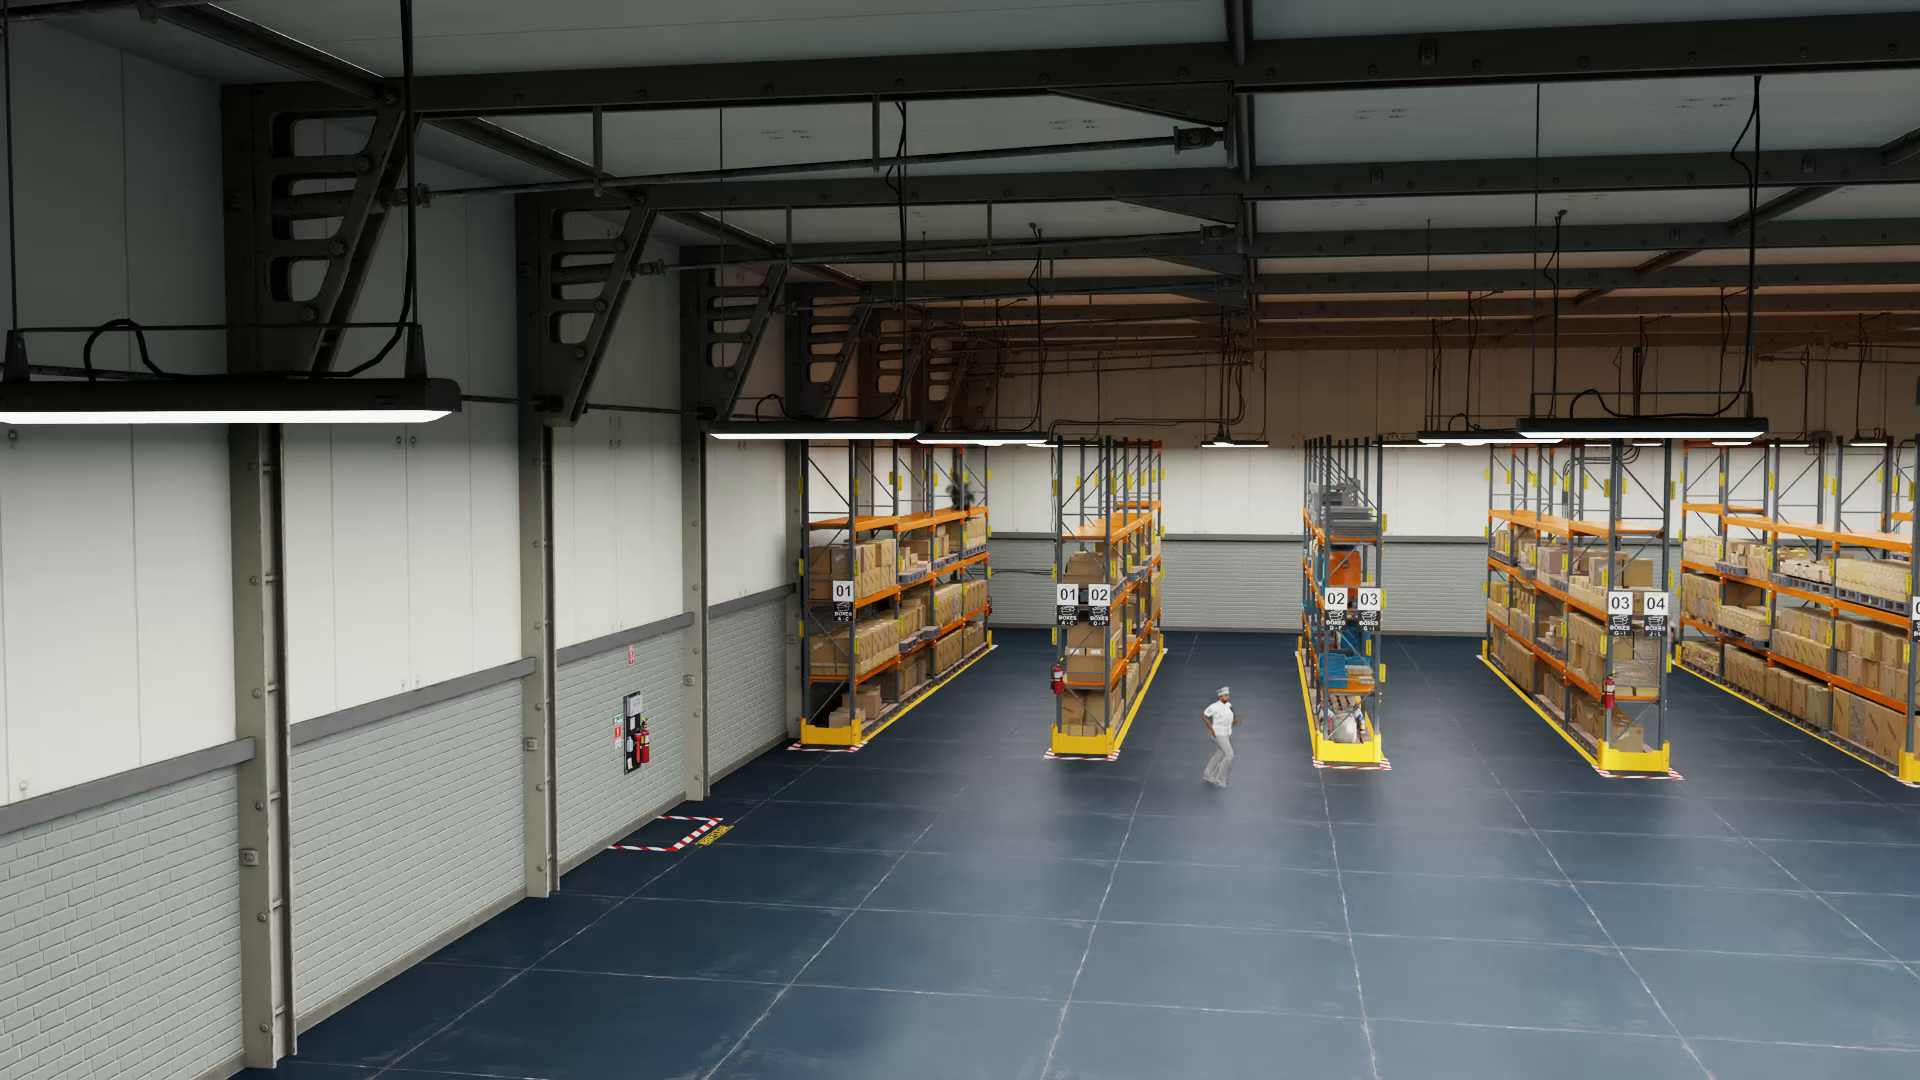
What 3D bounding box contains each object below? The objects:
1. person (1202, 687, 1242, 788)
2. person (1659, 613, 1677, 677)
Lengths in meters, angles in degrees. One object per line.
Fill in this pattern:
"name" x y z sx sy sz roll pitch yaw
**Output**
"person" 4.473 3.364 28.350 0.725 1.746 0.546 2 4 39
"person" 17.648 2.639 41.797 0.659 1.709 0.793 0 3 -3
